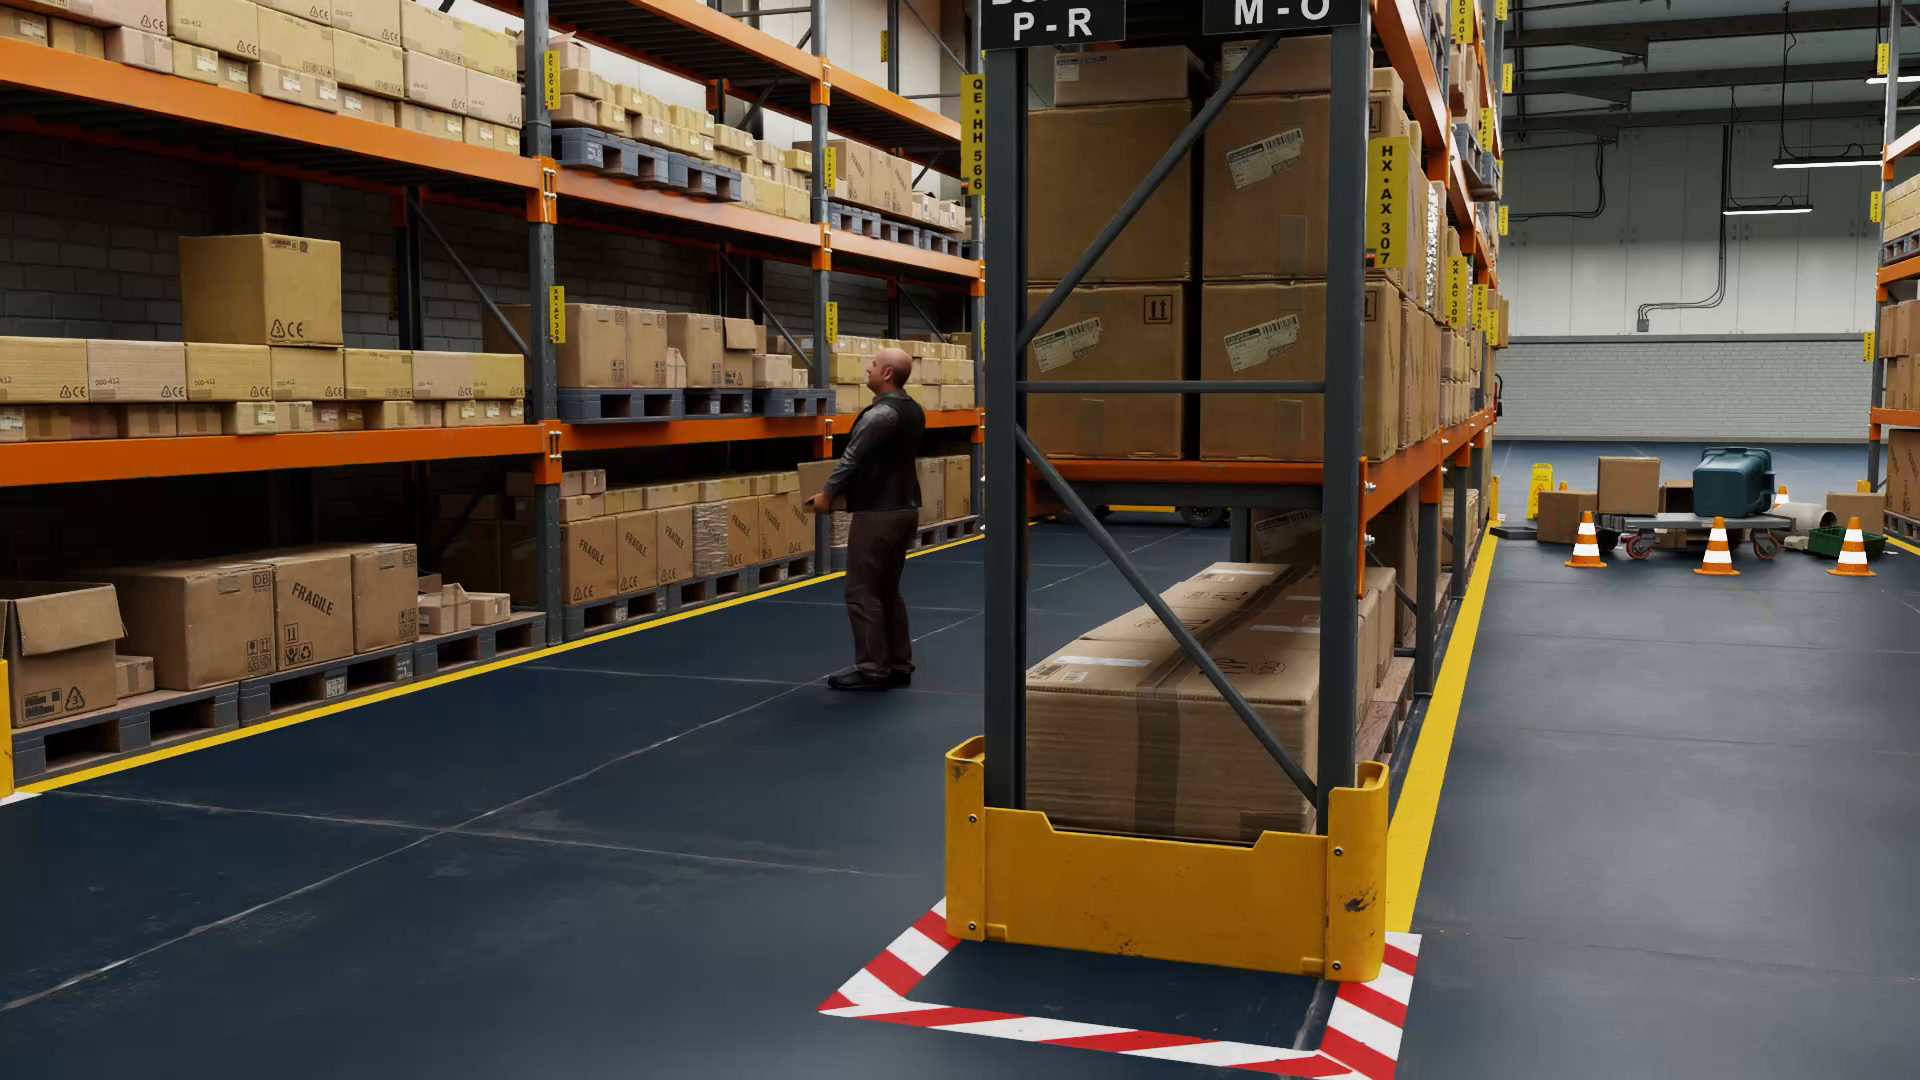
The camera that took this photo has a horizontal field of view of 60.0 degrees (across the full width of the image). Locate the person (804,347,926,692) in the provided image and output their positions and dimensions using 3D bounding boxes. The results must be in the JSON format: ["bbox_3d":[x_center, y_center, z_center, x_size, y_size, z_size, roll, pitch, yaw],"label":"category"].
[{"bbox_3d":[-0.481,-0.108,8.375,0.559,1.711,0.494,2,5,19],"label":"person"}]
